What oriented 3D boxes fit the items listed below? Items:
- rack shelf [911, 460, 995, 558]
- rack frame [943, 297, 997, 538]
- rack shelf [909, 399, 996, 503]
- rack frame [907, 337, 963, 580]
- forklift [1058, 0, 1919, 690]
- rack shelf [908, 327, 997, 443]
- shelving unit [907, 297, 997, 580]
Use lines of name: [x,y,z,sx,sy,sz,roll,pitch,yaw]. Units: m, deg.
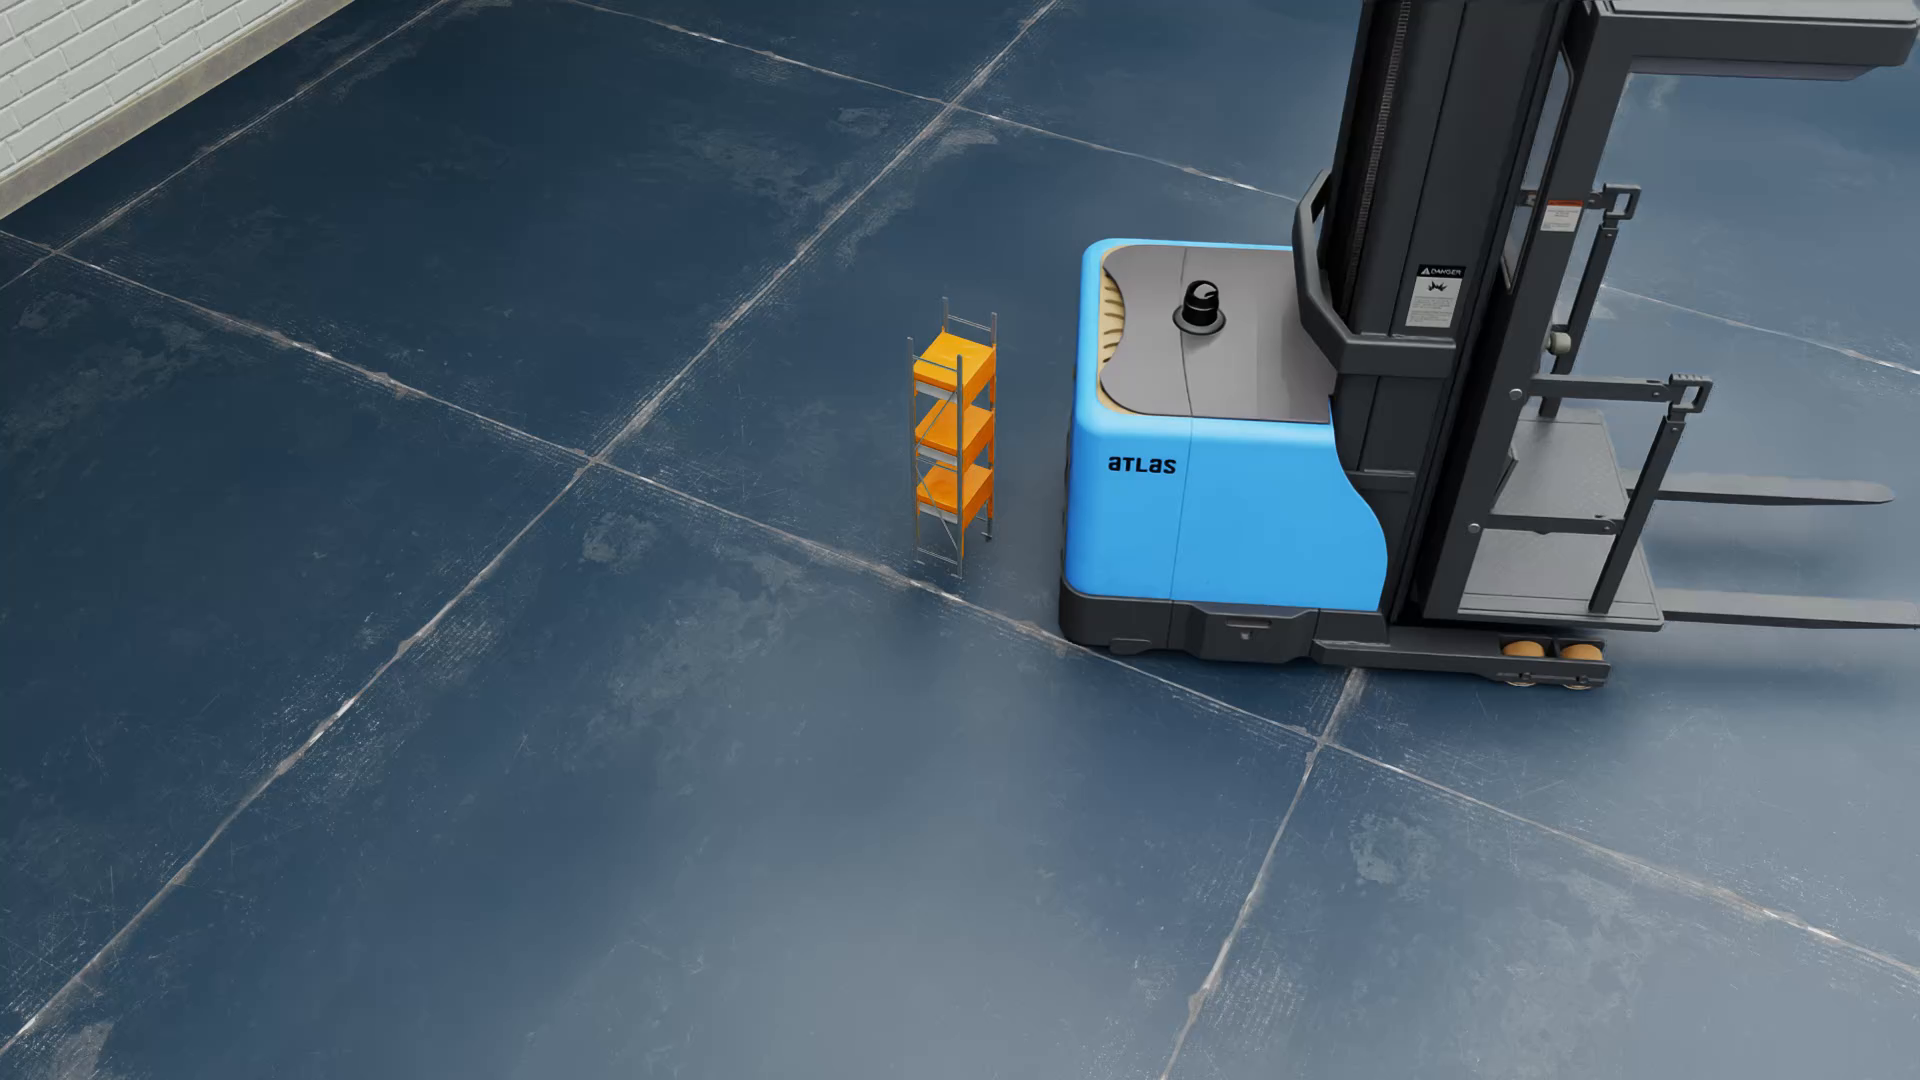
rack shelf: [-0.025,-0.133,6.048,0.215,0.259,0.240,20,49,19]
rack frame: [0.032,-0.412,5.919,0.200,1.050,0.008,20,49,19]
rack shelf: [-0.025,-0.328,5.851,0.215,0.259,0.240,20,49,19]
rack frame: [-0.081,-0.258,5.767,0.200,1.050,0.008,20,49,19]
forklift: [1.890,-0.910,5.089,3.031,2.935,1.130,3,45,3]
rack shelf: [-0.025,-0.527,5.649,0.215,0.259,0.240,20,49,19]
shelving unit: [-0.025,-0.335,5.843,0.215,1.050,0.252,20,49,19]
